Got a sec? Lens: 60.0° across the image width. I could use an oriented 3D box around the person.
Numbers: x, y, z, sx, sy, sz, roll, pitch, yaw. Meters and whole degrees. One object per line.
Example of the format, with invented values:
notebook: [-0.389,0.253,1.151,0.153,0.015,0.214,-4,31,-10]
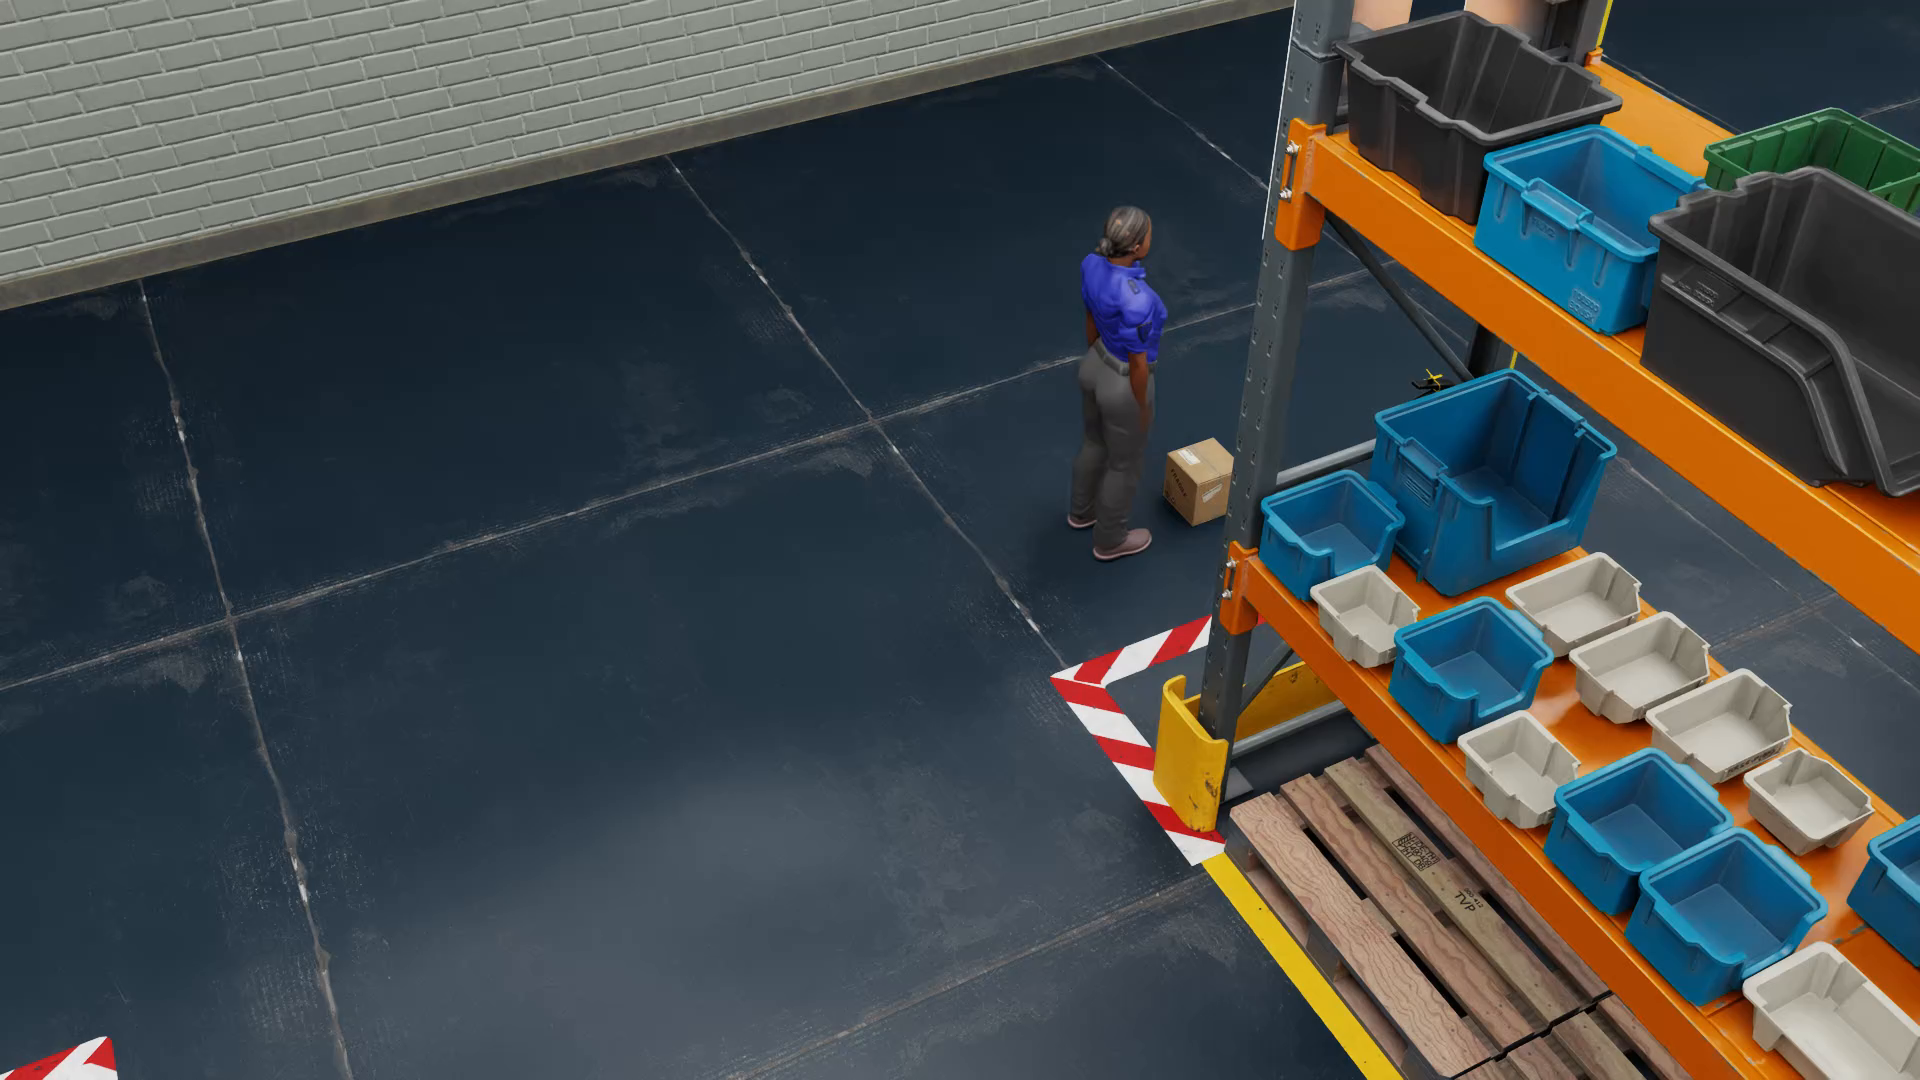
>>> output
person: [0.660,-0.646,6.904,0.314,1.649,0.436,-18,45,-19]
